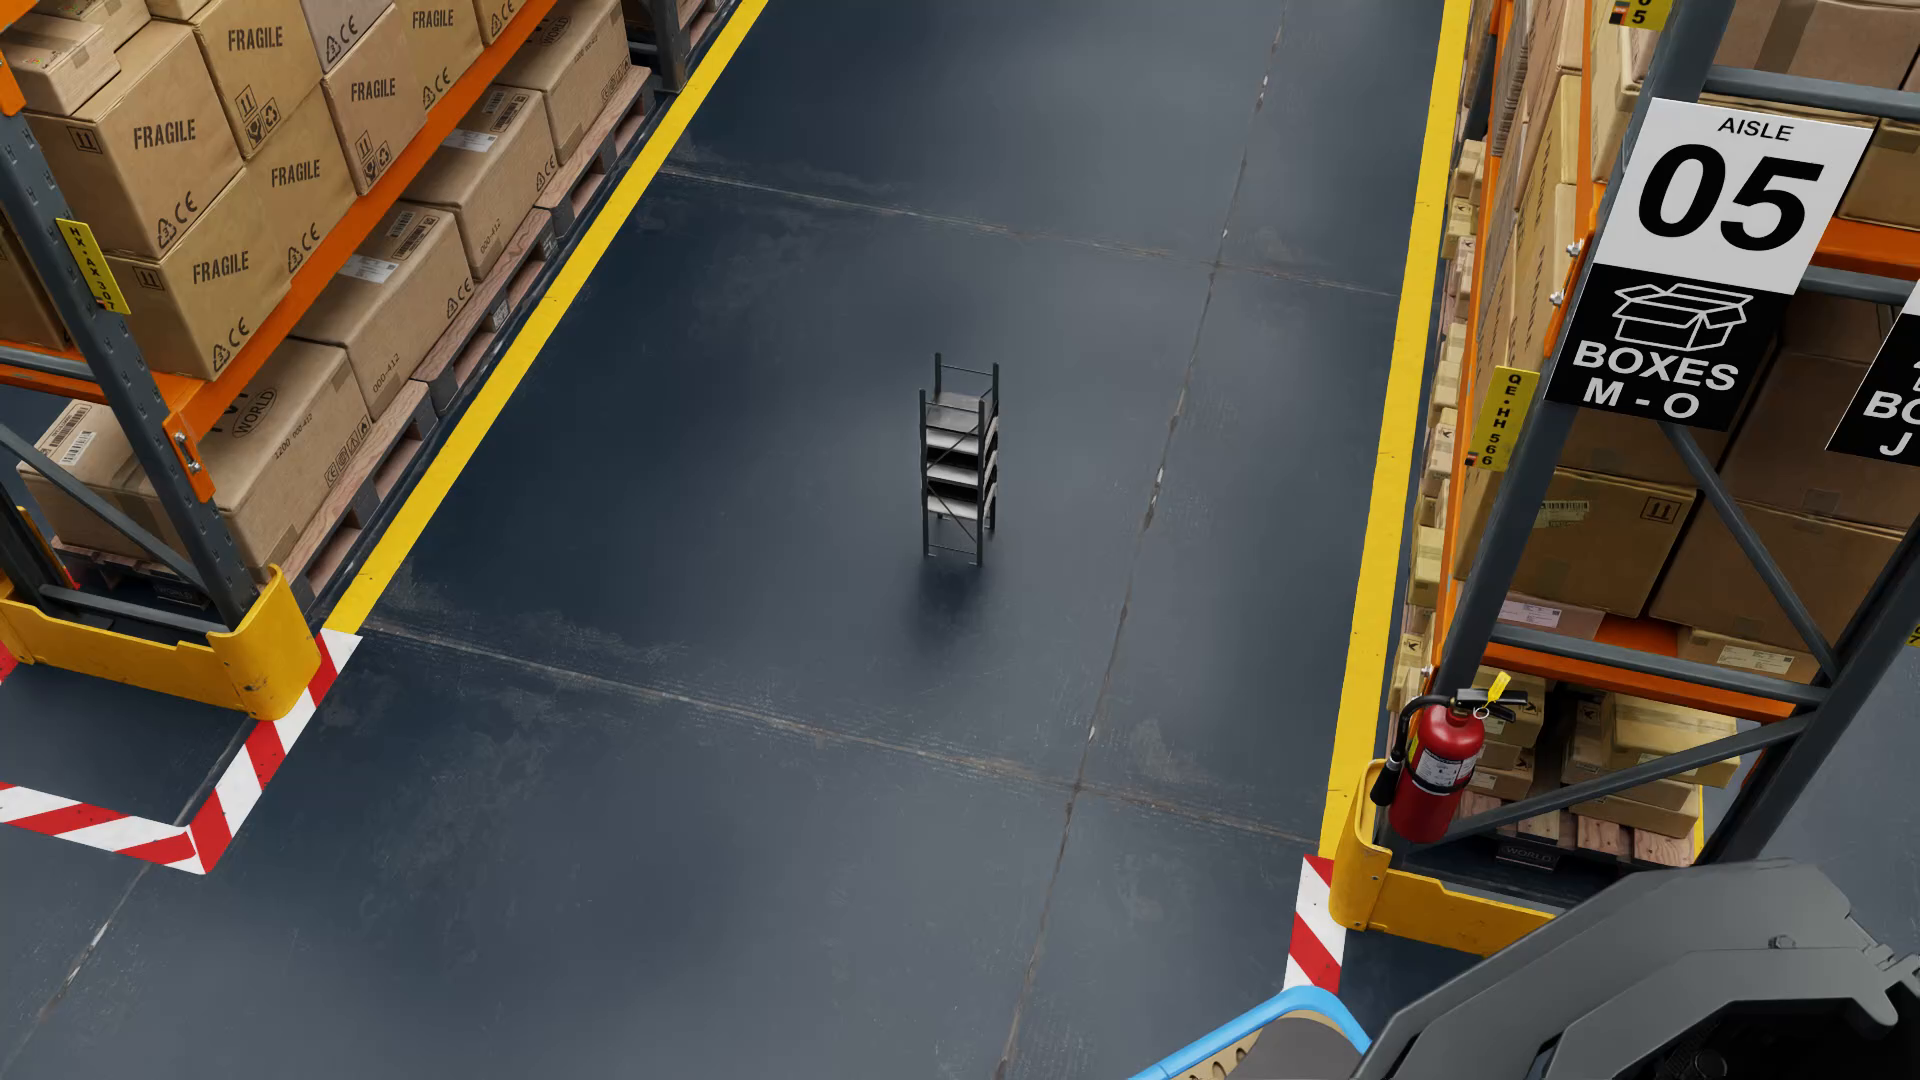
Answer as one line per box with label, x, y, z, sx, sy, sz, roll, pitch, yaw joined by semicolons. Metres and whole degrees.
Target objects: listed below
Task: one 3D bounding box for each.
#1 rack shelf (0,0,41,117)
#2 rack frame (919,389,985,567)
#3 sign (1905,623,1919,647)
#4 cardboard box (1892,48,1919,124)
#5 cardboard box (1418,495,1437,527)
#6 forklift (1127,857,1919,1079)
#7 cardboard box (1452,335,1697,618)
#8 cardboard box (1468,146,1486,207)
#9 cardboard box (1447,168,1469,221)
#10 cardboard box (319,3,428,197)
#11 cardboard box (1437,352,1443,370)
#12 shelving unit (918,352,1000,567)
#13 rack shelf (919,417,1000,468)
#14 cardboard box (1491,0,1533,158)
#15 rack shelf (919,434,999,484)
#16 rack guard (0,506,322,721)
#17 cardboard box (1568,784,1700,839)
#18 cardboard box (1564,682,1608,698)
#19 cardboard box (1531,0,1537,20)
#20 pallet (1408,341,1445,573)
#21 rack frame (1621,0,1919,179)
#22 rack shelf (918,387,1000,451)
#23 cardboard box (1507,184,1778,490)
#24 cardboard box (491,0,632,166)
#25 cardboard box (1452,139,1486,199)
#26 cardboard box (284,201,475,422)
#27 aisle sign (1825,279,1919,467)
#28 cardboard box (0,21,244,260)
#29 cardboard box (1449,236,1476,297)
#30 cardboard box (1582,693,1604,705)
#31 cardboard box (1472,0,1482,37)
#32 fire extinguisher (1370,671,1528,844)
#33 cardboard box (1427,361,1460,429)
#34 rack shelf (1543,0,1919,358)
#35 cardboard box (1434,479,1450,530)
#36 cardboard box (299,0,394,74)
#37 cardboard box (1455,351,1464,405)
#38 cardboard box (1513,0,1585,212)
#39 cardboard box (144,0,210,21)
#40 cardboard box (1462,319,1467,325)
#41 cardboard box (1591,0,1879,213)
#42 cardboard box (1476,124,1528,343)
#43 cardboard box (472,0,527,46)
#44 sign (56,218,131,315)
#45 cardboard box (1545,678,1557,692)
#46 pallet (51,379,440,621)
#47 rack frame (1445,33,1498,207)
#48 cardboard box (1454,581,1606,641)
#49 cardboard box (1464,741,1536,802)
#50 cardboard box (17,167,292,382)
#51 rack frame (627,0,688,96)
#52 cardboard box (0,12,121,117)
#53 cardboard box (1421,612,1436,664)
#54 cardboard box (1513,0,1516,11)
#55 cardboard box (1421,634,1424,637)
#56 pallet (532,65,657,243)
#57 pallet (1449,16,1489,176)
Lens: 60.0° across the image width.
rack shelf;-2.466;-2.776;5.597;1.077;0.370;4.000;12;50;10
rack frame;-0.029;-0.218;6.261;0.240;0.900;0.006;12;50;10
sign;2.333;0.150;3.959;0.100;0.325;0.005;12;50;10
cardboard box;2.179;-1.053;3.363;0.500;0.250;0.500;12;50;11
cardboard box;1.932;-0.156;6.229;0.380;0.149;0.250;12;50;11
forklift;1.221;2.000;2.949;1.130;2.935;3.031;-23;52;-19
cardboard box;1.680;-0.178;4.560;0.500;0.500;0.500;12;50;11
cardboard box;2.443;-1.561;7.270;0.380;0.149;0.250;14;50;12
cardboard box;2.457;-1.560;7.666;0.380;0.149;0.250;10;49;8
cardboard box;-2.331;-1.634;6.044;0.500;0.500;0.500;11;50;10
cardboard box;2.155;-0.613;6.831;0.380;0.149;0.250;10;49;9
shelving unit;-0.002;-0.292;6.326;0.258;0.900;0.210;12;50;10
rack shelf;-0.002;-0.389;6.216;0.258;0.077;0.200;12;50;10
cardboard box;2.199;-1.671;5.878;0.500;0.500;0.500;11;49;9
rack shelf;-0.002;-0.329;6.284;0.258;0.077;0.200;12;50;10
rack guard;-2.999;0.270;6.097;1.175;0.500;0.348;12;50;10
cardboard box;2.257;0.818;5.568;0.380;0.149;0.250;12;50;11
cardboard box;2.232;0.402;5.538;0.380;0.149;0.250;12;50;11
cardboard box;2.225;-2.012;5.512;0.500;0.500;0.500;12;50;11
pallet;2.401;-0.263;6.761;1.003;0.211;1.213;12;50;10
rack frame;1.810;-1.656;2.128;1.000;3.000;0.127;12;50;10
rack shelf;-0.002;-0.449;6.149;0.258;0.077;0.200;12;50;10
cardboard box;1.690;-0.513;4.189;0.500;0.500;0.500;11;49;9
cardboard box;-2.208;-2.326;8.150;0.875;0.438;0.875;11;49;9
cardboard box;2.459;-1.659;7.555;0.380;0.149;0.250;14;50;12
cardboard box;-2.682;-1.026;7.003;0.875;0.438;0.875;13;50;11
aisle sign;2.080;-0.419;3.304;0.394;0.787;0.004;12;50;10
cardboard box;-2.591;-1.230;5.020;0.500;0.500;0.500;11;49;9
cardboard box;2.372;-1.177;7.329;0.380;0.149;0.250;11;50;10
cardboard box;2.322;0.520;5.632;0.380;0.149;0.250;11;50;10
cardboard box;2.950;-2.832;8.555;0.500;0.500;0.500;11;49;9
fire extinguisher;1.298;0.569;4.466;0.296;0.674;0.183;12;50;10
cardboard box;2.064;-0.543;6.570;0.380;0.149;0.250;12;50;10
rack shelf;2.336;-1.872;4.800;1.077;0.370;4.000;12;50;10
cardboard box;1.901;-0.054;5.940;0.380;0.149;0.250;10;49;9
cardboard box;-2.334;-1.978;5.681;0.500;0.500;0.500;11;50;10
cardboard box;2.136;-0.623;6.443;0.380;0.149;0.250;12;50;10
cardboard box;1.952;-1.258;4.846;0.500;0.500;0.500;14;50;12
cardboard box;-2.452;-1.724;5.024;0.380;0.149;0.250;13;50;11
cardboard box;2.280;-0.886;6.873;0.380;0.149;0.250;14;50;12
cardboard box;1.674;-0.995;3.646;0.500;0.250;0.500;11;49;9
cardboard box;1.945;-0.918;5.214;0.500;0.500;0.500;12;50;10
cardboard box;-2.063;-2.375;6.698;0.500;0.500;0.500;11;49;9
sign;-2.458;-0.773;4.721;0.100;0.325;0.005;12;50;10
cardboard box;1.826;0.333;5.599;0.380;0.149;0.250;12;50;11
pallet;-2.857;-0.246;6.745;1.003;0.211;1.213;12;50;10
rack frame;2.863;-2.564;6.931;1.000;3.000;0.127;12;50;10
cardboard box;1.623;0.121;4.729;0.380;0.149;0.250;12;50;10
cardboard box;1.747;0.712;5.661;0.380;0.149;0.250;12;50;11
cardboard box;-2.589;-0.898;5.394;0.500;0.500;0.500;11;50;10
rack frame;-1.939;-3.468;7.729;1.000;3.000;0.127;12;50;10
cardboard box;-2.632;-1.355;4.698;0.380;0.149;0.250;13;50;11
cardboard box;1.794;0.419;5.722;0.380;0.149;0.250;11;49;9
cardboard box;2.489;-2.387;6.510;0.500;0.500;0.500;11;49;9
cardboard box;1.870;0.332;5.997;0.380;0.149;0.250;11;50;10
pallet;-2.215;-2.011;8.303;1.003;0.211;1.213;12;50;10
pallet;3.066;-2.205;8.474;1.003;0.211;1.213;12;50;10
